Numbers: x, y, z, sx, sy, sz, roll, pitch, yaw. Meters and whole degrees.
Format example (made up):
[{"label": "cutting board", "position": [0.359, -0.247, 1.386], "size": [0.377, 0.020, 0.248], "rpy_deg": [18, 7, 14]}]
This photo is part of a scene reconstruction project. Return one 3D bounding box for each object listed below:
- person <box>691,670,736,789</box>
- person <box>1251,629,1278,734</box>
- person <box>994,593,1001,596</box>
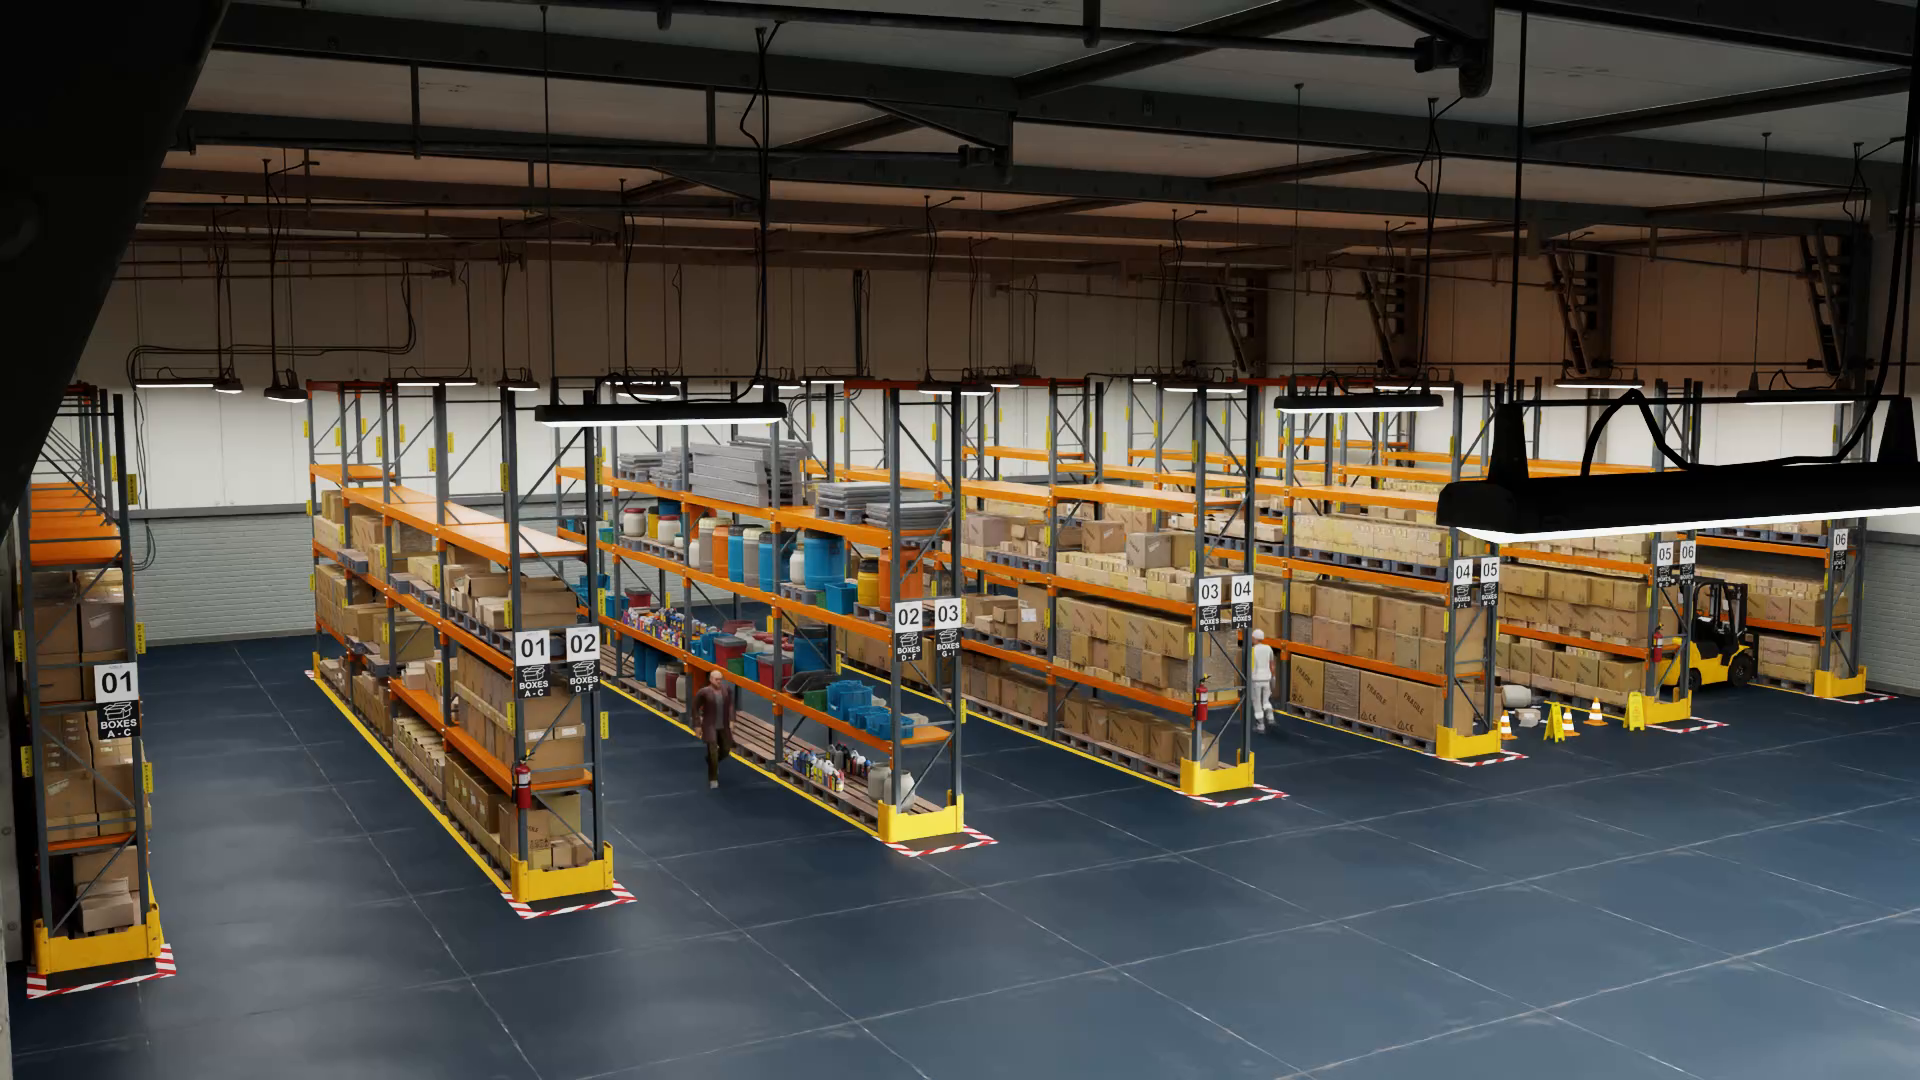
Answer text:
[{"label": "person", "position": [-3.734, 2.806, 25.044], "size": [0.667, 1.763, 0.753], "rpy_deg": [-4, 7, -34]}, {"label": "person", "position": [5.160, 2.416, 28.470], "size": [0.584, 1.782, 0.490], "rpy_deg": [-2, 6, -18]}, {"label": "person", "position": [0.775, 1.784, 33.701], "size": [0.494, 1.416, 1.007], "rpy_deg": [-4, 7, -32]}]
